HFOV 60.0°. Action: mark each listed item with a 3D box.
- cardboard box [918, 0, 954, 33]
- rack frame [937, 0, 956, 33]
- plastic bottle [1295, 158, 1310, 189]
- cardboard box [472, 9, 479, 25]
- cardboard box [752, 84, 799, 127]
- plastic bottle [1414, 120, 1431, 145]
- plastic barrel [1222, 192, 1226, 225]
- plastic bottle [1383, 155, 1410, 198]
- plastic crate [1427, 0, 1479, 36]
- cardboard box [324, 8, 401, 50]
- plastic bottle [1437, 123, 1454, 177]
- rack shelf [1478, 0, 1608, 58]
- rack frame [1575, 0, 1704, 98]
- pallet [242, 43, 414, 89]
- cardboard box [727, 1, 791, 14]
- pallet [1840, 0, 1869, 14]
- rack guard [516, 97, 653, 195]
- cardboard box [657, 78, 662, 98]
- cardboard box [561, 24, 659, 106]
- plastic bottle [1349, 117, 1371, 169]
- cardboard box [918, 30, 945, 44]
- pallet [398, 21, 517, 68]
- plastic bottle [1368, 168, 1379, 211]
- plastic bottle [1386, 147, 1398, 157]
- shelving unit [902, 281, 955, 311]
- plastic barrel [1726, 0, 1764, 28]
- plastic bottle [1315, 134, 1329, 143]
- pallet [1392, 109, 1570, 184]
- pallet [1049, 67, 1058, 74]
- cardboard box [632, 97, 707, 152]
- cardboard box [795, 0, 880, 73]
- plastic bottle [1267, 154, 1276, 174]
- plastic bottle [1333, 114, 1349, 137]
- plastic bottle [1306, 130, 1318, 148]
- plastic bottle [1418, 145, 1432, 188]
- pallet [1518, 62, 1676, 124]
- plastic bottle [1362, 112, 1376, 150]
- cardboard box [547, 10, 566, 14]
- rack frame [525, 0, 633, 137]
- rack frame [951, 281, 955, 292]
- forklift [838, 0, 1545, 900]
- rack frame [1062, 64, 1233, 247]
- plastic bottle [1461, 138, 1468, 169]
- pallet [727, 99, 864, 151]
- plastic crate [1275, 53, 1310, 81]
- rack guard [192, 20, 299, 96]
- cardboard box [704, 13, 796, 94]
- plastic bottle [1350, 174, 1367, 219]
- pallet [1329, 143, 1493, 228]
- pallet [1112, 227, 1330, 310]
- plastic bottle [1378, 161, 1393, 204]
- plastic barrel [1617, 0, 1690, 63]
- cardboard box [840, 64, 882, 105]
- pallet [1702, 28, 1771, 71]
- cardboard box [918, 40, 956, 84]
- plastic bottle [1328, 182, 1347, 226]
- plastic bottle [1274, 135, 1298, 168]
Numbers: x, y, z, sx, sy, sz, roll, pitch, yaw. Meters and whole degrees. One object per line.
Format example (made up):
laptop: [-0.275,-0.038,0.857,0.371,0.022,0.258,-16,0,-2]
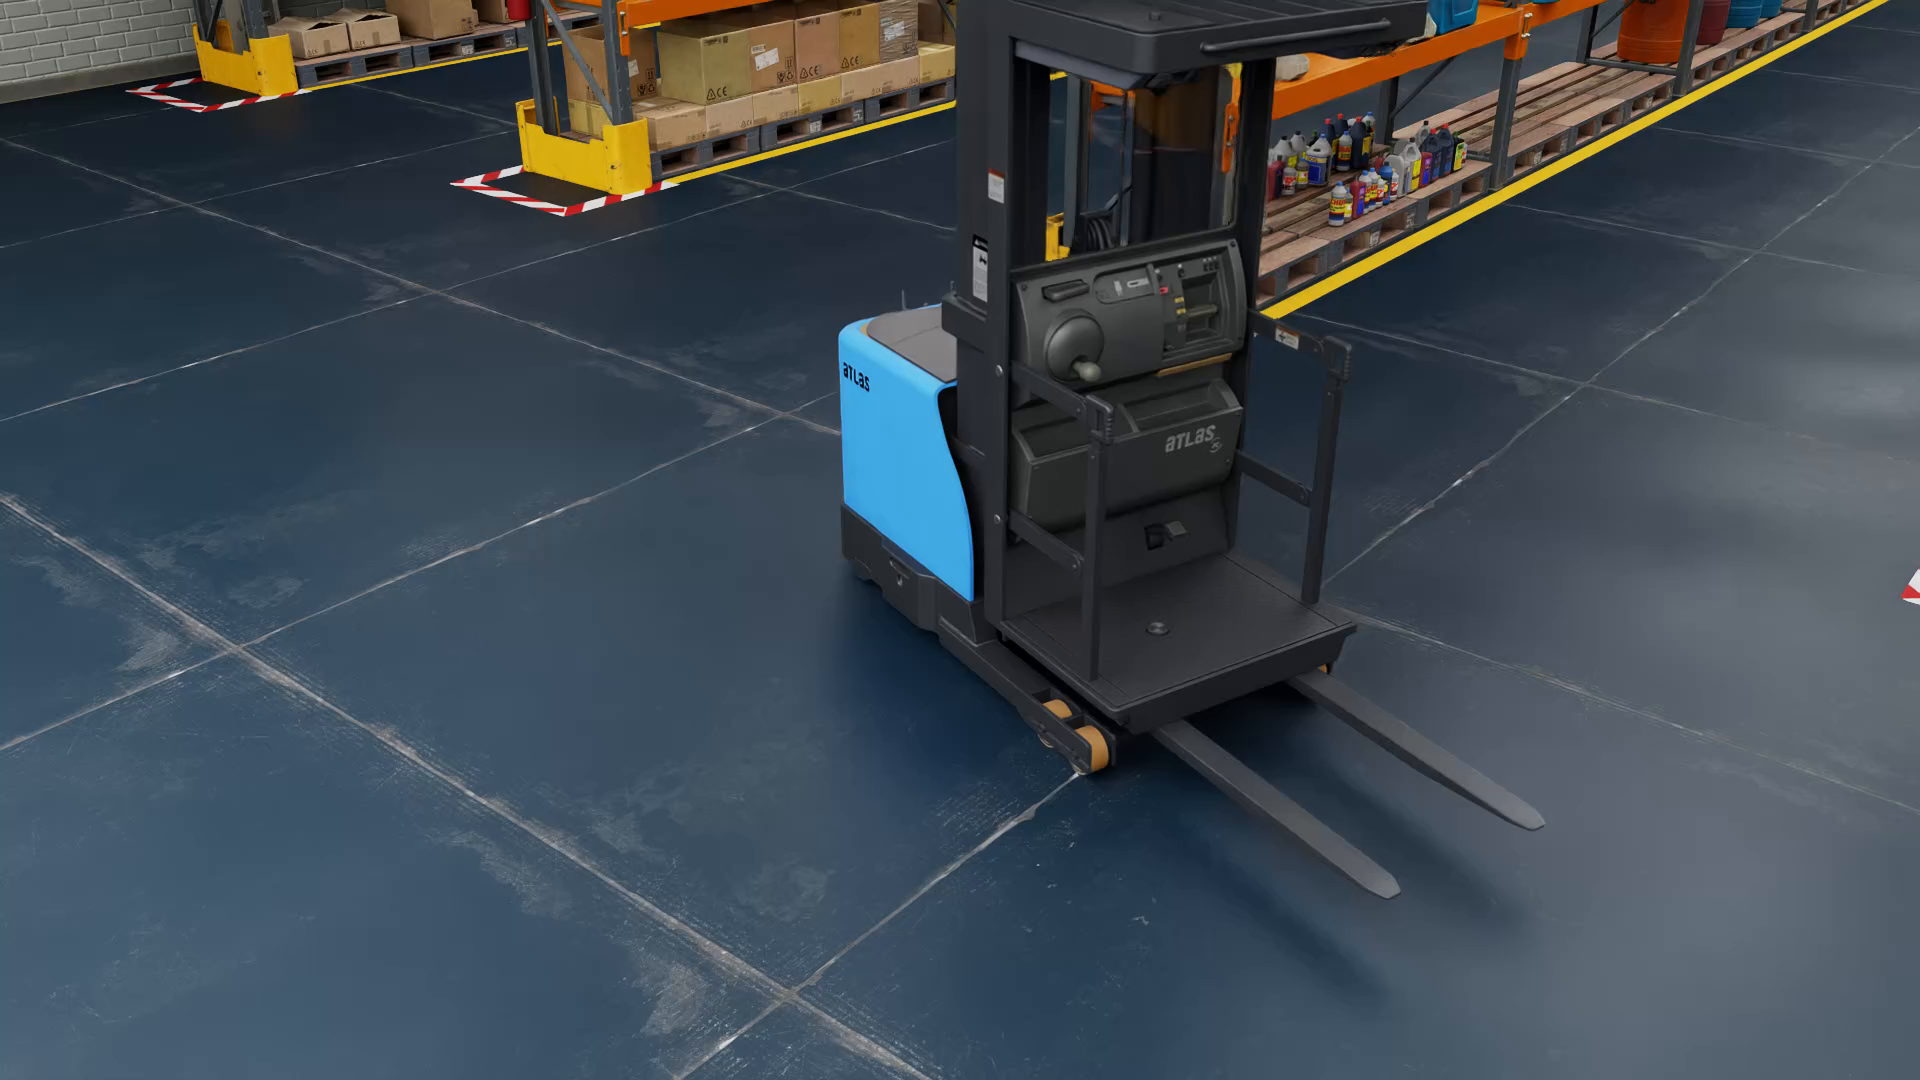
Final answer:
cardboard box: [-0.214,-4.930,15.441,0.500,0.311,0.500,21,34,34]
rack frame: [-0.250,-5.489,14.595,1.000,3.000,0.127,21,34,34]
plastic bottle: [2.349,-2.524,11.431,0.097,0.201,0.097,0,27,0]
cardboard box: [-5.107,-5.303,16.860,0.380,0.149,0.250,18,32,30]
cardboard box: [-1.648,-3.516,13.318,0.500,0.250,0.500,21,34,34]
plastic bottle: [3.271,-2.788,11.779,0.144,0.351,0.185,21,34,34]
plastic barrel: [1.385,-1.959,10.022,0.421,0.512,0.421,0,27,0]
plastic bottle: [2.949,-2.474,11.253,0.152,0.276,0.135,21,34,35]
plastic crate: [3.075,-3.502,10.917,0.499,0.251,0.616,21,34,34]
cardboard box: [-5.747,-4.939,15.981,0.500,0.311,0.500,24,36,38]
plastic bottle: [3.383,-2.746,11.698,0.144,0.351,0.185,20,33,33]
rack shelf: [4.842,-4.429,13.330,1.077,0.370,4.000,21,34,34]
rack frame: [6.114,-5.458,14.536,1.000,3.000,0.127,21,34,34]
pallet: [-6.027,-4.583,15.880,1.003,0.211,1.213,21,34,34]
cardboard box: [-1.739,-4.182,13.788,0.500,0.500,0.500,21,34,34]
pallet: [9.872,-6.344,19.284,1.003,0.211,1.213,21,34,34]
rack guard: [-2.809,-2.952,12.412,1.175,0.500,0.348,21,34,34]
cardboard box: [-2.372,-3.493,13.273,0.500,0.250,0.500,21,34,34]
cardboard box: [-2.683,-3.646,12.753,0.500,0.500,0.500,21,34,34]
plastic bottle: [2.847,-2.852,11.902,0.144,0.351,0.185,21,34,34]
cardboard box: [-0.210,-4.686,15.579,0.500,0.250,0.500,20,34,34]
pallet: [-5.250,-5.014,16.712,1.003,0.211,1.213,21,34,34]
plastic bottle: [2.701,-2.314,10.949,0.097,0.271,0.097,0,27,0]
plastic bottle: [2.960,-2.554,11.401,0.061,0.283,0.133,21,34,34]
shelving unit: [-0.084,-0.571,7.209,0.252,1.050,0.215,-16,31,-28]
plastic barrel: [7.849,-5.692,16.814,0.600,0.901,0.708,21,34,34]
plastic bottle: [2.552,-2.728,11.750,0.097,0.271,0.097,0,27,0]
pallet: [4.039,-3.091,12.995,1.003,0.211,1.213,21,34,34]
pallet: [0.189,-4.523,15.763,1.003,0.211,1.213,21,34,34]
cardboard box: [-2.281,-3.161,12.631,0.500,0.250,0.500,21,34,34]
cardboard box: [-1.018,-4.207,13.836,0.500,0.500,0.500,21,34,34]
plastic bottle: [2.037,-2.468,11.241,0.152,0.276,0.135,21,34,35]
plastic bottle: [2.736,-2.894,11.983,0.144,0.351,0.185,22,34,36]
plastic bottle: [2.479,-2.750,11.780,0.061,0.283,0.133,23,35,37]
plastic bottle: [3.189,-2.578,11.447,0.061,0.283,0.133,23,35,38]
pallet: [5.591,-3.956,14.668,1.003,0.211,1.213,21,34,34]
plastic bottle: [3.029,-3.039,12.349,0.097,0.271,0.097,0,27,0]
cardboard box: [-4.392,-5.674,17.558,0.380,0.166,0.250,16,31,28]
rack frame: [-2.794,-4.071,11.854,1.000,3.000,0.127,21,34,34]
rack frame: [0.020,-0.601,7.267,0.008,1.050,0.200,-16,31,-28]
forklift: [0.709,-0.744,5.499,1.130,2.935,3.031,-16,31,-28]
rack frame: [1.026,-2.622,9.053,1.000,3.000,0.127,21,34,34]
plastic bottle: [3.580,-2.773,11.912,0.097,0.201,0.097,0,27,0]
pallet: [-1.564,-3.546,13.875,1.003,0.211,1.213,21,34,34]
plastic crate: [1.843,-2.728,9.545,0.298,0.136,0.250,21,34,34]
rack guard: [-6.571,-4.434,15.276,1.175,0.500,0.348,21,34,34]
cardboard box: [-1.657,-3.853,13.152,0.500,0.500,0.500,21,34,34]
plastic bottle: [2.577,-2.237,10.787,0.061,0.283,0.133,21,34,35]
pallet: [3.111,-2.575,11.998,1.003,0.211,1.213,21,34,34]
pallet: [1.559,-1.710,10.326,1.003,0.211,1.213,21,34,34]
plastic bottle: [2.830,-2.386,11.088,0.097,0.271,0.097,0,27,0]
plastic barrel: [6.412,-4.859,15.283,0.600,0.830,0.708,21,34,34]
cardboard box: [-1.009,-3.870,14.001,0.500,0.250,0.500,21,34,34]
pallet: [7.360,-4.942,16.573,1.003,0.211,1.213,21,34,34]
cardboard box: [-0.376,-4.226,14.689,0.500,0.250,0.500,21,34,34]
plastic bottle: [2.419,-2.157,10.645,0.097,0.271,0.097,0,27,0]
plastic bottle: [2.227,-2.610,11.435,0.144,0.351,0.185,22,35,36]
